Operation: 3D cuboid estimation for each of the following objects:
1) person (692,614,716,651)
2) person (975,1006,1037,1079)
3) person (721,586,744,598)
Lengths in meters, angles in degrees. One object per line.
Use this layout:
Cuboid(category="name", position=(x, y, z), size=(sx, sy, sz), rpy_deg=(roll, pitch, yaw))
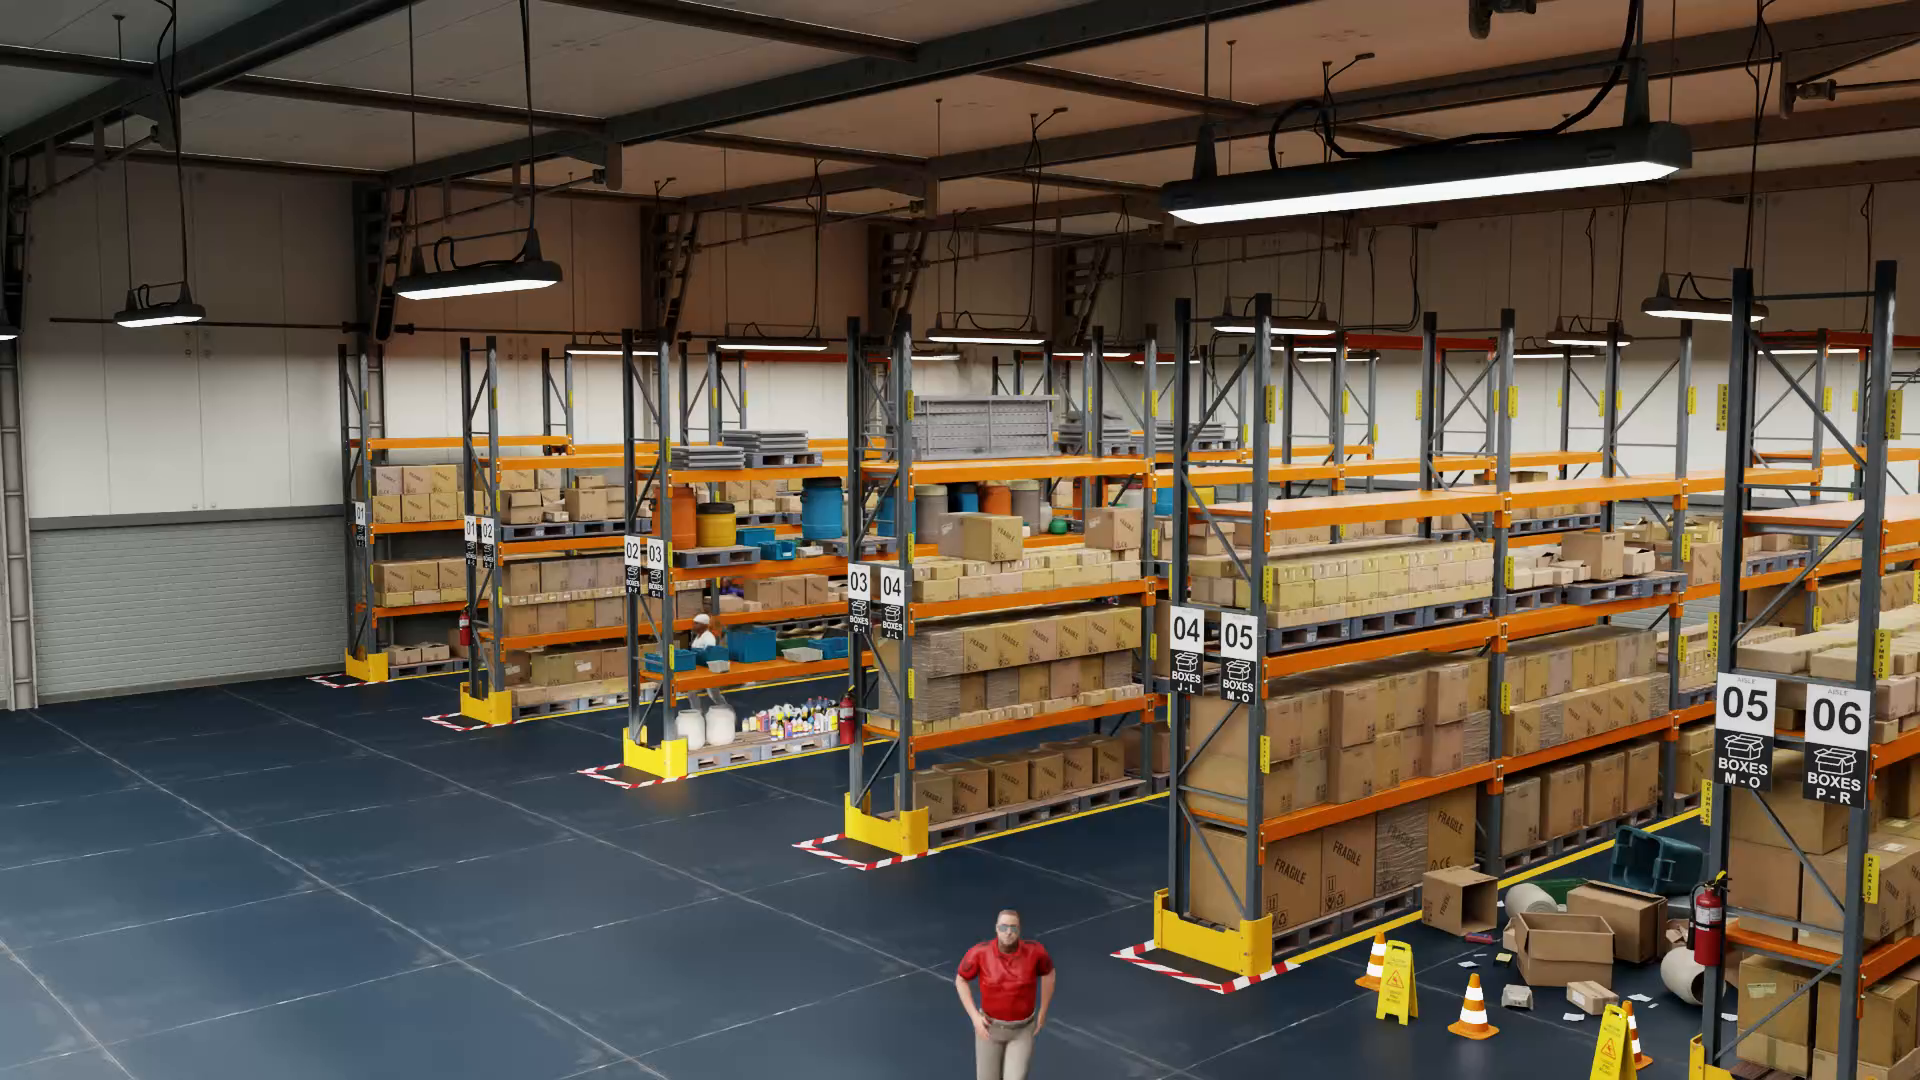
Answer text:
Cuboid(category="person", position=(-3.814, 2.023, 25.274), size=(0.781, 1.813, 0.681), rpy_deg=(-3, 6, -30))
Cuboid(category="person", position=(0.311, 3.660, 11.346), size=(0.418, 1.037, 0.823), rpy_deg=(0, 5, -1))
Cuboid(category="person", position=(-4.418, 1.137, 32.236), size=(0.345, 0.516, 0.512), rpy_deg=(-5, 7, -43))
